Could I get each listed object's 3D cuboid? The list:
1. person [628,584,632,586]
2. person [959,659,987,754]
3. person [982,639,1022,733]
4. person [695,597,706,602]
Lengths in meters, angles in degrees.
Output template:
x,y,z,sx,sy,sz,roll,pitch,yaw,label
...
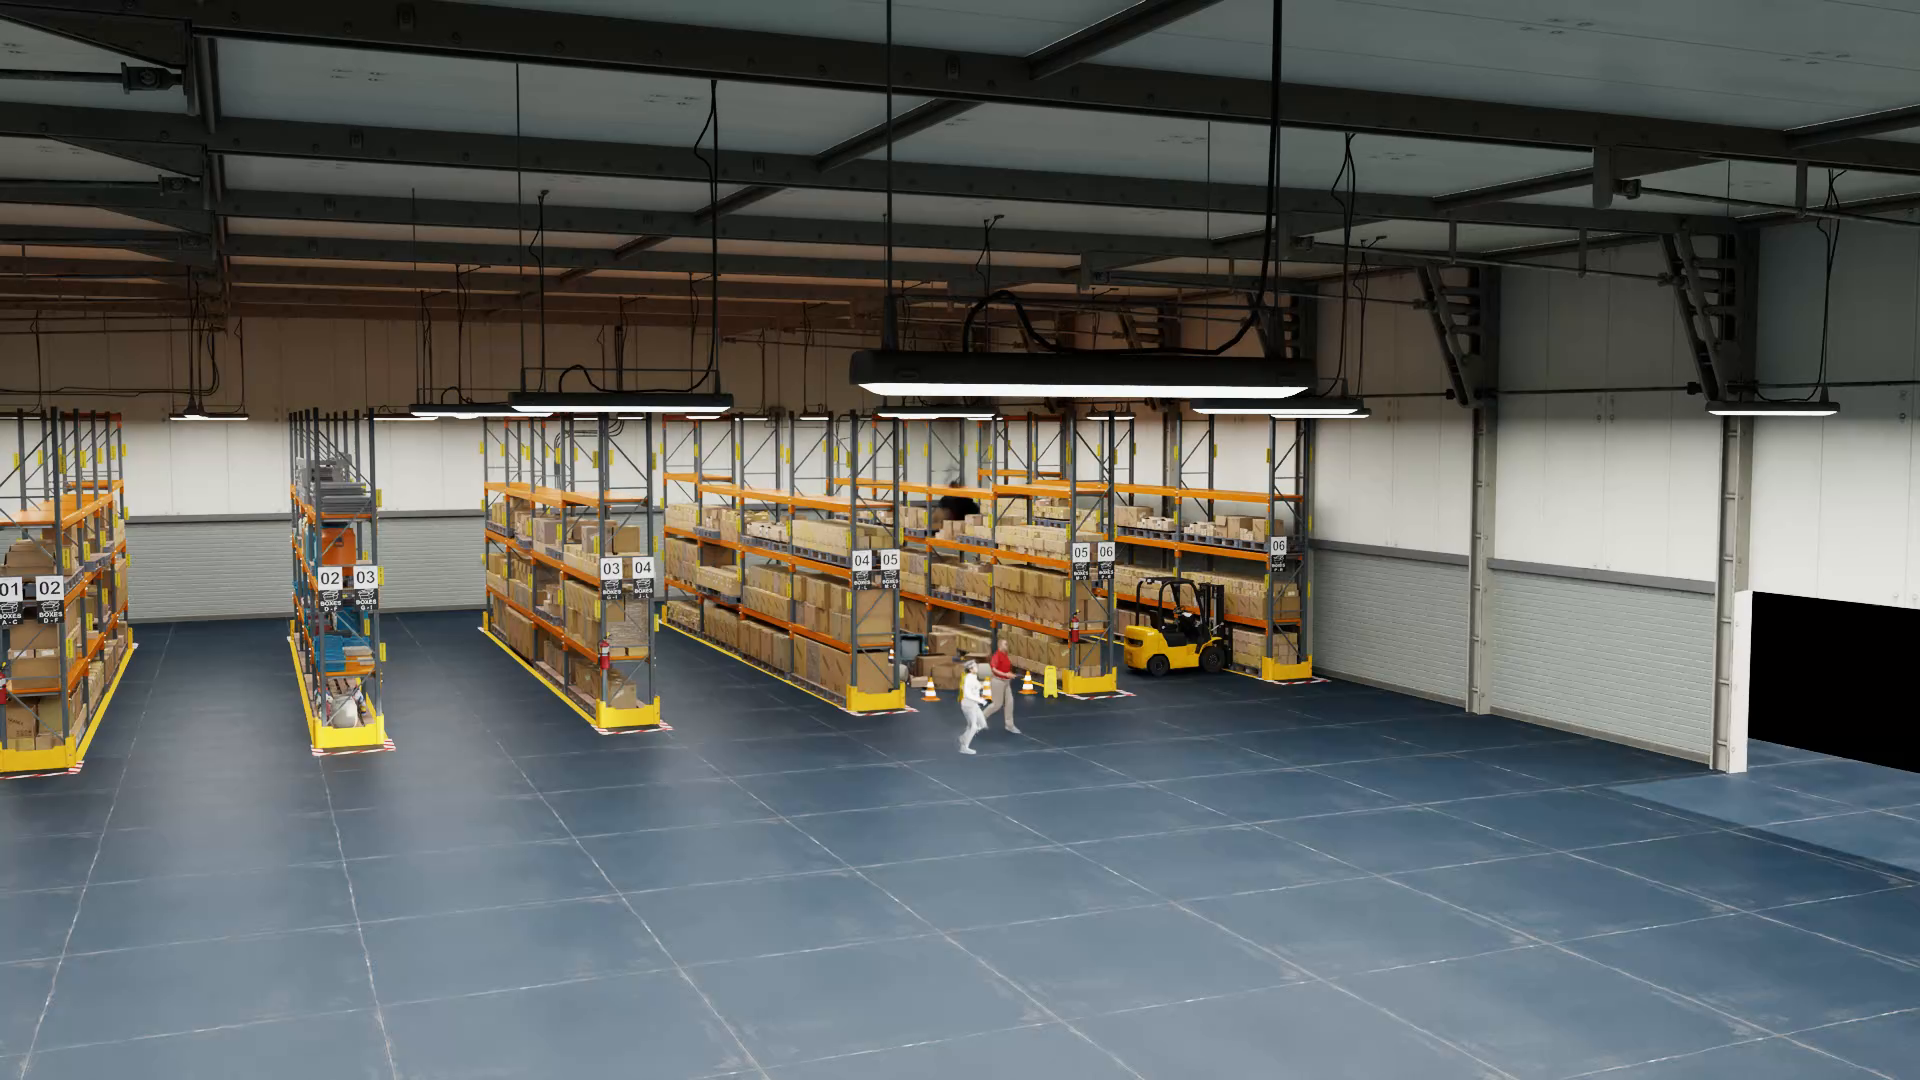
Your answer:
x,y,z,sx,sy,sz,roll,pitch,yaw,label
-9.771,1.539,47.501,0.773,1.767,0.696,2,4,21,person
0.225,2.873,28.792,0.535,1.658,0.609,1,4,10,person
0.727,2.704,30.877,0.867,1.752,0.685,2,4,23,person
-7.628,1.416,49.377,0.501,1.735,0.718,2,5,31,person
